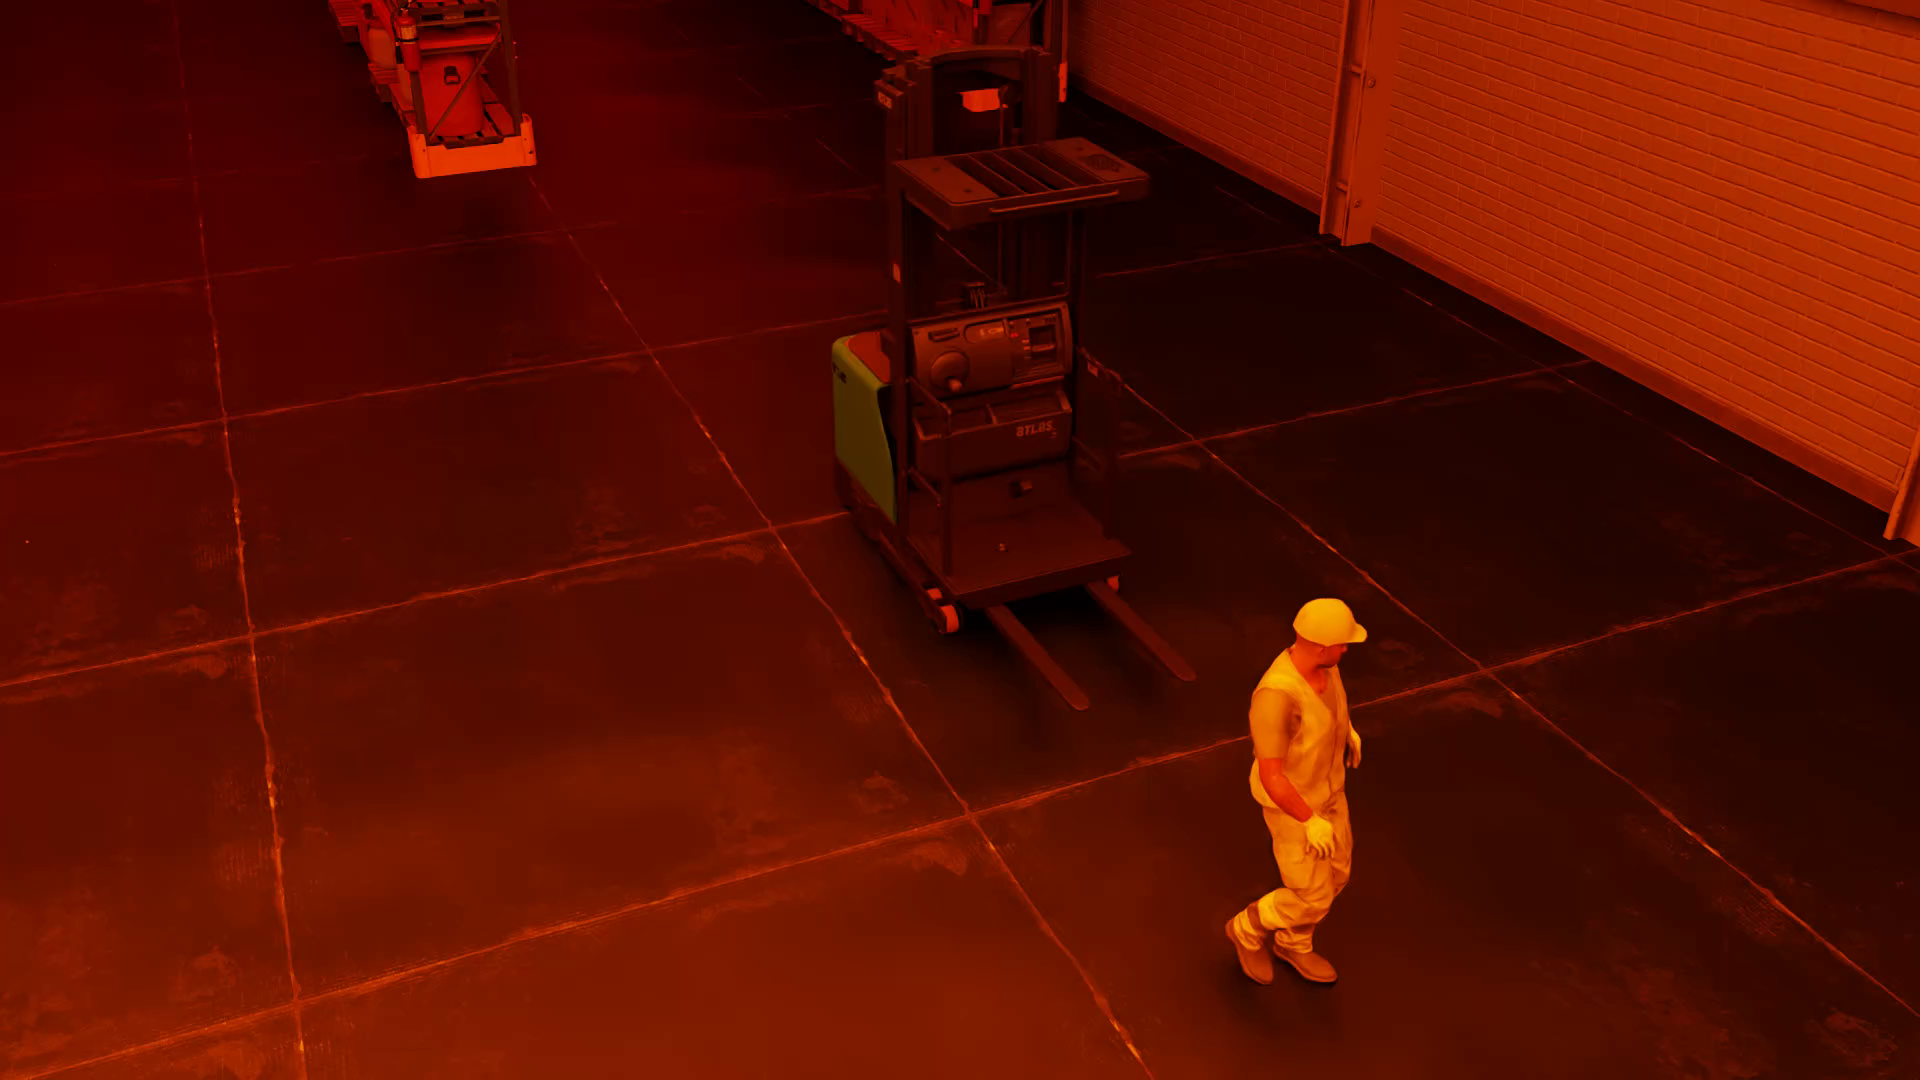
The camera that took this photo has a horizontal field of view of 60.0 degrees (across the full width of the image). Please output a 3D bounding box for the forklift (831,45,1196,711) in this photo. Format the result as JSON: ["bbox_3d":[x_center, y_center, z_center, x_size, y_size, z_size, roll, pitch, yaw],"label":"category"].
[{"bbox_3d":[0.270,-0.994,8.859,1.130,2.935,3.031,-13,32,-21],"label":"forklift"}]

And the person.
[{"bbox_3d":[1.410,0.992,6.579,0.483,1.748,0.784,25,38,36],"label":"person"}]
